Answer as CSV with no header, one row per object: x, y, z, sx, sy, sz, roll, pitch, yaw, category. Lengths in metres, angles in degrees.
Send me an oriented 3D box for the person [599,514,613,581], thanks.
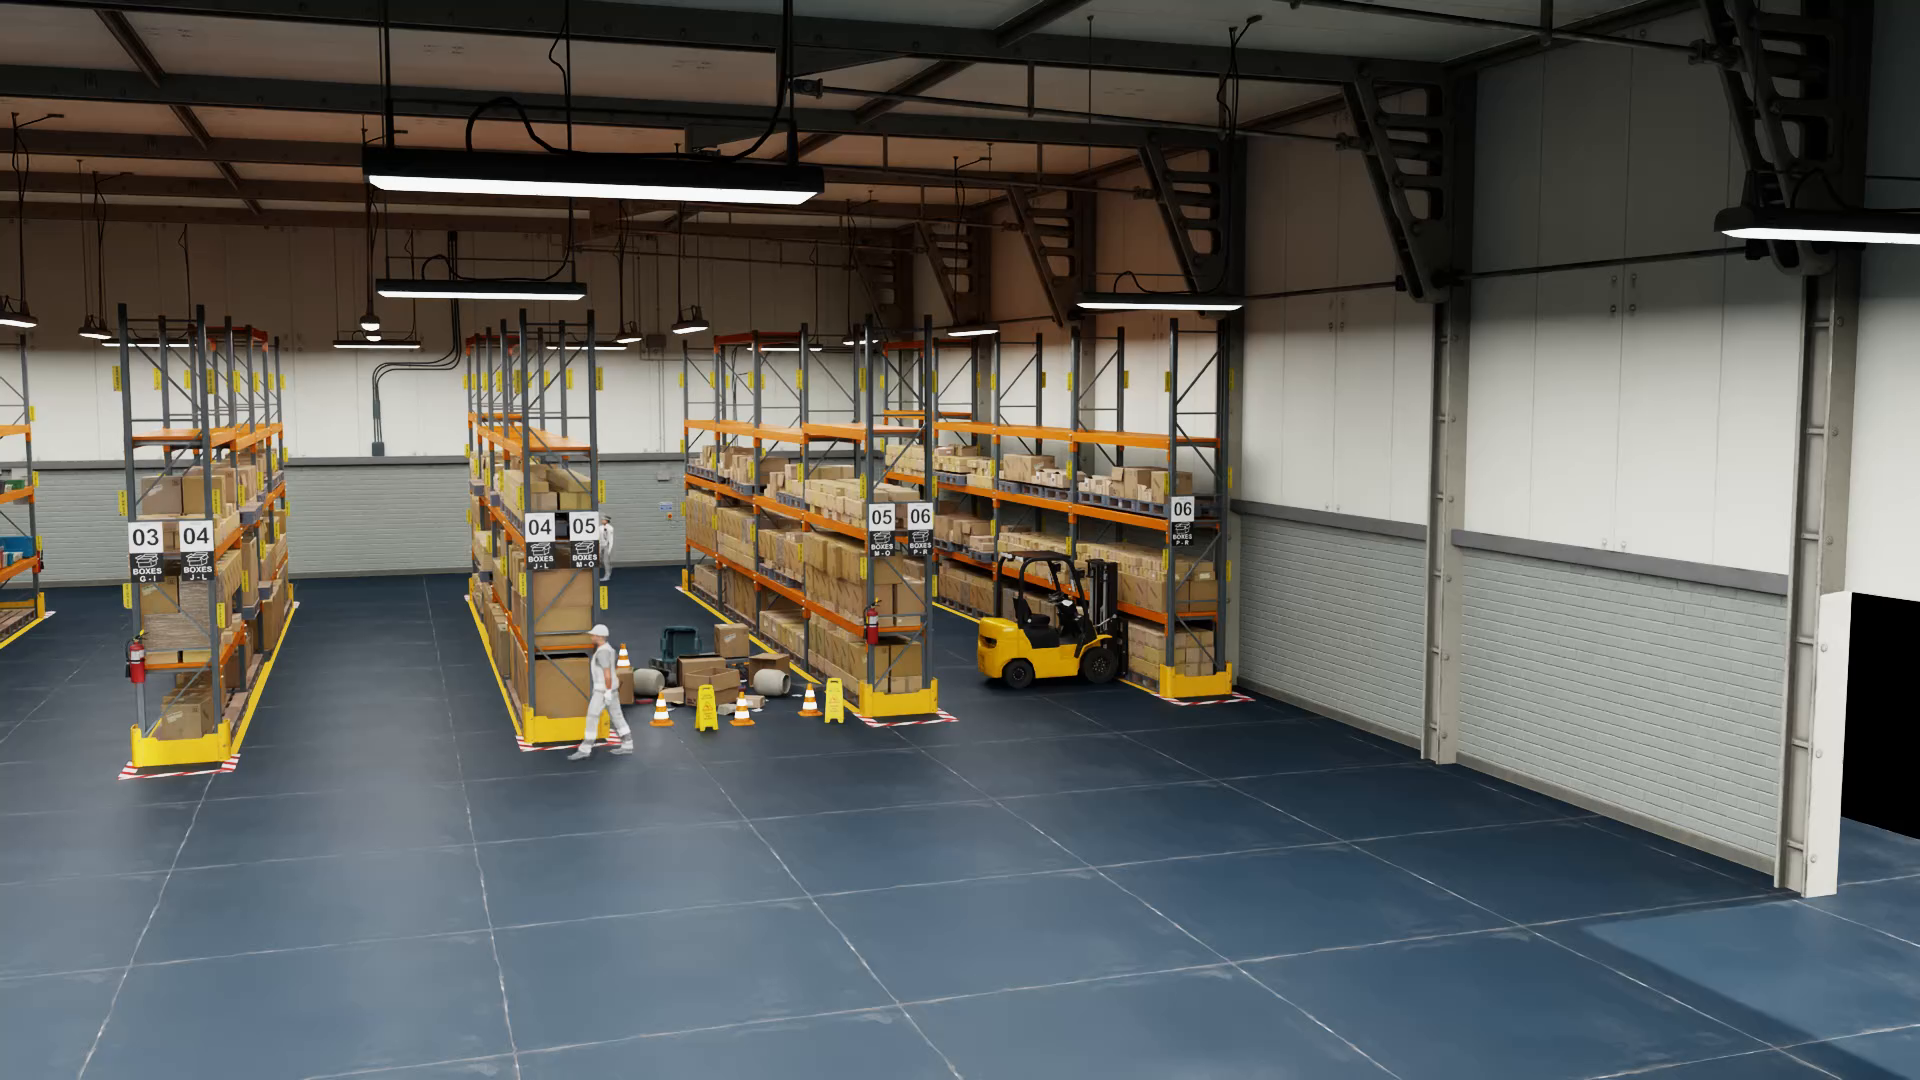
-8.906,0.179,41.895,0.505,1.676,0.524,3,6,33,person

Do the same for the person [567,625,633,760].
-4.789,2.011,22.202,0.822,1.765,0.566,0,5,3,person
